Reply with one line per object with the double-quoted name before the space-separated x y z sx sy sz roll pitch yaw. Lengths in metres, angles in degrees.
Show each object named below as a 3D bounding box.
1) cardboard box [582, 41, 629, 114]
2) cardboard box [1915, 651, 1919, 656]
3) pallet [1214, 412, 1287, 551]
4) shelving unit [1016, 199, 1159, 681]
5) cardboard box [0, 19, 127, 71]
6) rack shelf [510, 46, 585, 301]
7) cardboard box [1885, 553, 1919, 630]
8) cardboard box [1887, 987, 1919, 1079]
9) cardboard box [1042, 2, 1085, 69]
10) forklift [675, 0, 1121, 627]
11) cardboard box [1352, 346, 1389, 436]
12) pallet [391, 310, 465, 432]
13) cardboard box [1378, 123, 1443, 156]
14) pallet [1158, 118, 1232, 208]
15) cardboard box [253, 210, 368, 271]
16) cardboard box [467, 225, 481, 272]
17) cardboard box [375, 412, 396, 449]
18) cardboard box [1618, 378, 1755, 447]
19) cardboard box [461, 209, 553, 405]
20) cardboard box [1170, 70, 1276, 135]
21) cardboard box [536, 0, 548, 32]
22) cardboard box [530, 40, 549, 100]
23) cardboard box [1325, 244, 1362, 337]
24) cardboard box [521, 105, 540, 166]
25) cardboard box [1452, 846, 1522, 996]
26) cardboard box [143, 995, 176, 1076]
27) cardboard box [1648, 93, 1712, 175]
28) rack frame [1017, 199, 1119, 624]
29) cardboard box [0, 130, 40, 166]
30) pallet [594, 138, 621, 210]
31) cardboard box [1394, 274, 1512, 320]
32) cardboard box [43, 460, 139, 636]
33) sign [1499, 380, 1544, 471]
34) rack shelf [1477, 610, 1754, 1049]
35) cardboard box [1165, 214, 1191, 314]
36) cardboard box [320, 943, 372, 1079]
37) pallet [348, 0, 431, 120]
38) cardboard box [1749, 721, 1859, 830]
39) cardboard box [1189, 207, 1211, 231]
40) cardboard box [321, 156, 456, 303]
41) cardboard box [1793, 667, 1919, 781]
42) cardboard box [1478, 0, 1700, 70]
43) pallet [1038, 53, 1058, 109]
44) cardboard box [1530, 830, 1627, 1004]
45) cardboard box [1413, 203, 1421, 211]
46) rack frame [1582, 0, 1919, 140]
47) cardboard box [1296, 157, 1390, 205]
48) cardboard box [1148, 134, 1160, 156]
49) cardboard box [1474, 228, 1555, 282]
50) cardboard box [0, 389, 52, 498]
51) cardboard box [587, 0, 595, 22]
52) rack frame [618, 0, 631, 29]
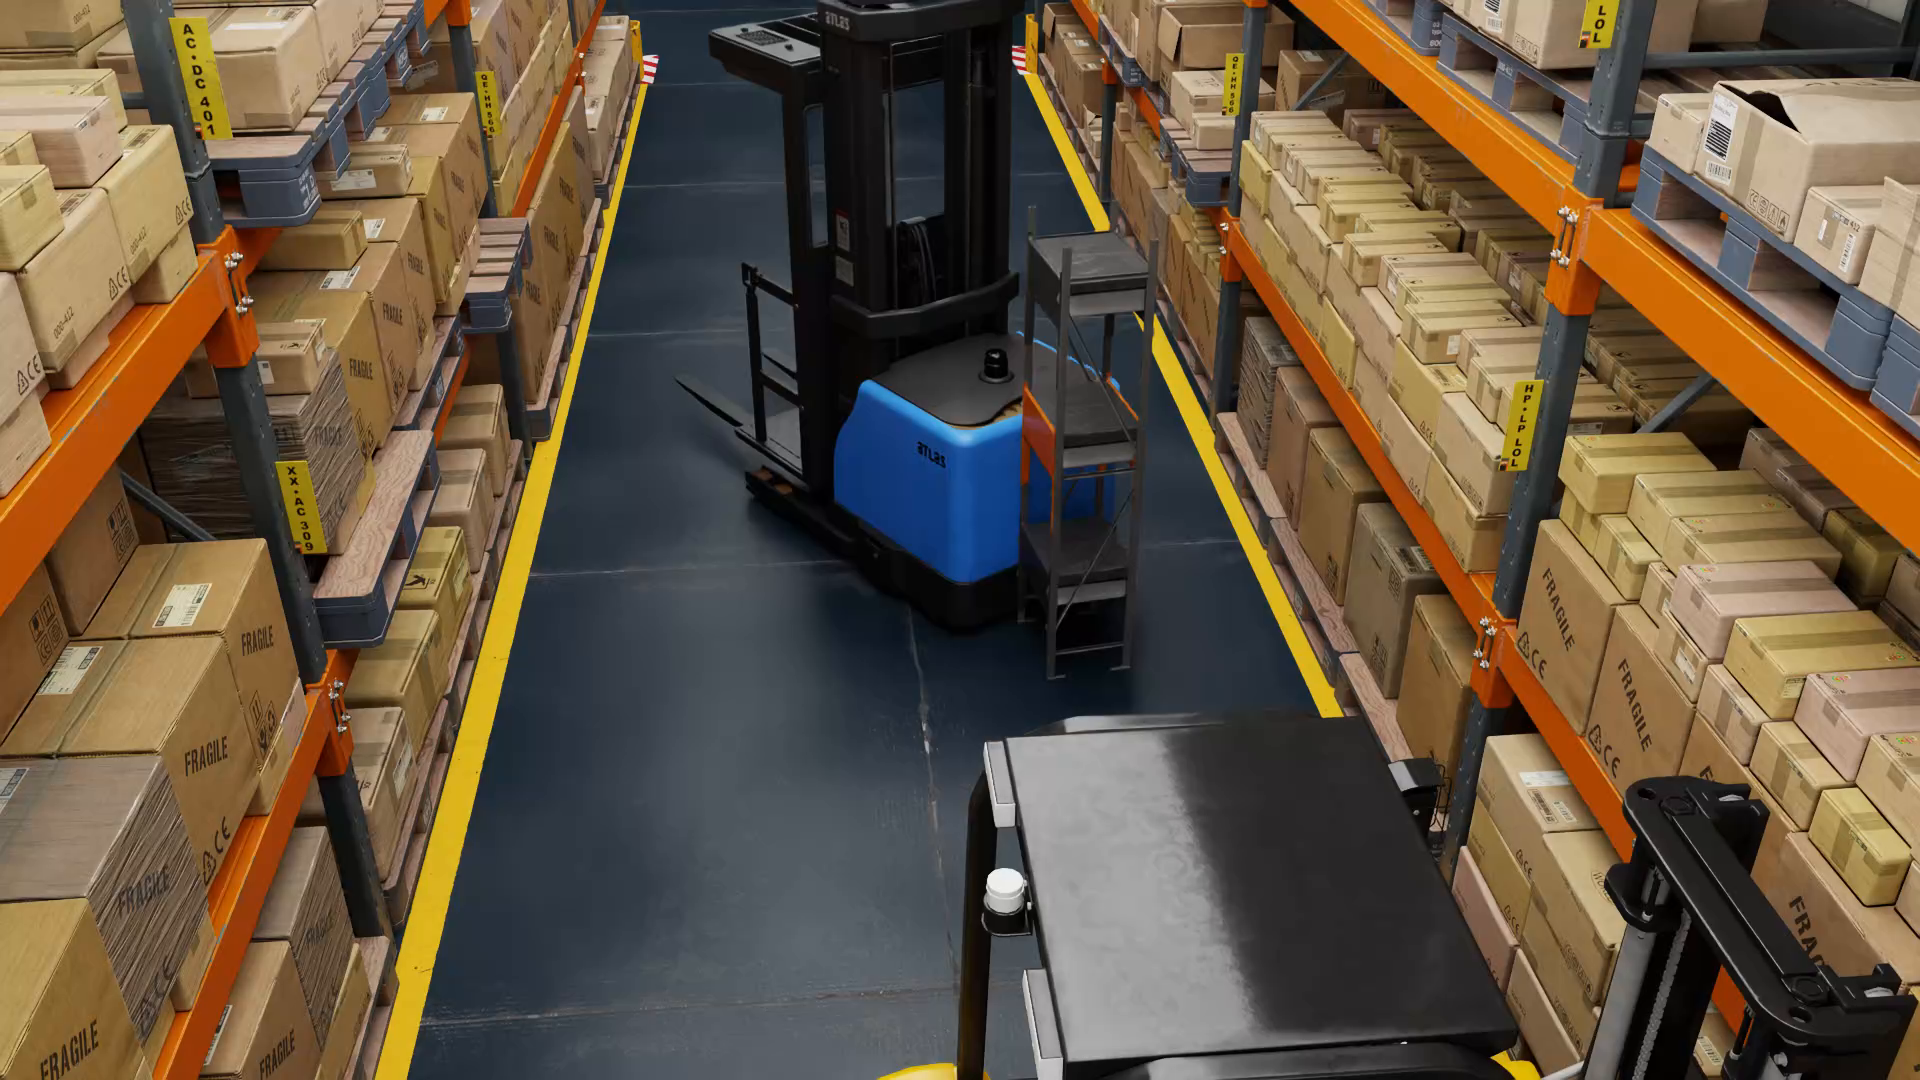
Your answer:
"cardboard box" -3.446 -4.105 14.786 0.875 0.438 0.875 -2 31 -3
"cardboard box" 2.715 0.417 4.396 0.380 0.149 0.250 -2 31 -3
"pallet" 2.026 -0.360 9.146 1.003 0.211 1.213 -3 31 -5
"shelving unit" 0.538 -0.402 7.373 0.431 2.100 0.503 -7 32 -12
"cardboard box" -2.779 -1.392 4.967 0.500 0.250 0.500 -3 31 -6
"rack shelf" -3.141 -2.451 10.631 1.077 0.370 4.000 -3 31 -5
"cardboard box" 2.798 0.152 4.550 0.380 0.149 0.250 -3 31 -6
"cardboard box" 2.340 1.297 3.556 0.500 0.500 0.500 -3 31 -6
"cardboard box" 1.203 -4.855 15.978 0.797 0.503 0.637 -4 31 -7
"forklift" -0.516 -1.539 8.468 1.130 2.935 3.031 -22 37 -32
"cardboard box" 1.985 -0.628 7.023 0.500 0.250 0.500 -3 31 -4
"pallet" -2.728 -0.648 7.097 1.003 0.211 1.213 -3 31 -5
"cardboard box" 2.355 -2.016 8.469 0.380 0.149 0.250 -2 31 -3
"pallet" 1.854 -2.239 9.761 1.213 0.211 1.003 -3 31 -5
"cardboard box" -2.476 -1.133 6.292 0.380 0.149 0.250 -1 31 -2
"cardboard box" -2.524 -1.396 7.997 0.380 0.149 0.250 -3 31 -5
"cardboard box" -2.417 -0.469 6.446 0.380 0.149 0.250 -2 31 -4
"cardboard box" 2.542 -0.448 5.845 0.380 0.149 0.250 -3 31 -6
"cardboard box" -2.936 -1.364 9.771 0.875 0.875 0.875 -3 31 -5
"cardboard box" 1.567 -2.618 9.945 0.500 0.250 0.500 -4 31 -7
"cardboard box" -2.952 -3.514 10.635 0.500 0.500 0.500 -2 31 -3
"cardboard box" -2.871 -2.939 10.403 0.500 0.250 0.500 -2 31 -4
"cardboard box" 1.935 -1.108 7.338 0.500 0.250 0.500 -2 31 -4
"cardboard box" -2.858 -2.466 10.100 0.500 0.250 0.500 -2 31 -3
"cardboard box" 2.077 1.326 5.876 0.500 0.250 0.500 -2 31 -4
"cardboard box" -2.154 1.211 4.042 0.380 0.149 0.250 -3 31 -5
"cardboard box" 2.101 -1.096 4.473 0.380 0.149 0.250 -2 31 -4
"rack frame" 0.478 -0.523 7.576 0.400 2.100 0.015 -7 32 -12
"cardboard box" -2.297 -0.802 3.709 0.380 0.149 0.250 -2 31 -3
"pallet" -3.321 -2.976 13.527 1.003 0.211 1.213 -3 31 -5
"cardboard box" 1.977 -0.945 6.677 0.380 0.149 0.250 -3 31 -6
"cardboard box" -2.755 -0.062 4.566 0.700 0.500 0.500 -3 31 -5
"sign" 1.822 -0.369 5.390 0.100 0.325 0.005 -3 31 -5
"rack shelf" 2.548 1.393 4.194 1.077 0.370 4.000 -3 31 -5
"cardboard box" 1.646 -1.815 10.891 0.500 0.500 0.500 -1 31 -2
"cardboard box" -2.257 1.592 5.431 0.500 0.250 0.500 -1 31 -2
"pallet" -2.632 -1.754 6.019 1.213 0.211 1.003 -3 31 -5
"cardboard box" 2.220 0.572 4.137 0.380 0.149 0.250 -4 31 -6
"cardboard box" 1.673 -2.016 10.595 0.380 0.149 0.250 -2 31 -3
"cardboard box" -2.527 -1.350 7.288 0.500 0.500 0.500 -5 31 -8
"cardboard box" 2.295 0.445 4.060 0.380 0.149 0.250 -3 31 -5
"cardboard box" 2.051 -1.767 5.438 0.500 0.311 0.500 -4 31 -6
"pallet" 1.323 -4.420 15.945 1.003 0.211 1.213 -3 31 -5
"cardboard box" 2.132 1.158 5.183 0.500 0.250 0.500 -3 31 -5
"cardboard box" 2.400 -1.396 7.821 0.500 0.250 0.500 -3 31 -5
"rack frame" 2.361 -2.512 4.181 1.000 3.000 0.127 -3 31 -5
"cardboard box" 1.837 -1.724 7.982 0.380 0.149 0.250 -2 31 -4
"cardboard box" 1.560 -2.803 11.914 0.380 0.149 0.250 -3 31 -5
"cardboard box" 2.446 -1.228 7.151 0.380 0.149 0.250 -2 31 -4
"cardboard box" -2.165 -0.204 3.487 0.380 0.149 0.250 -2 31 -3
"cardboard box" -3.154 -4.334 12.983 0.500 0.500 0.500 -3 31 -4
"rack frame" -3.701 -5.824 15.575 1.000 3.000 0.127 -3 31 -5
